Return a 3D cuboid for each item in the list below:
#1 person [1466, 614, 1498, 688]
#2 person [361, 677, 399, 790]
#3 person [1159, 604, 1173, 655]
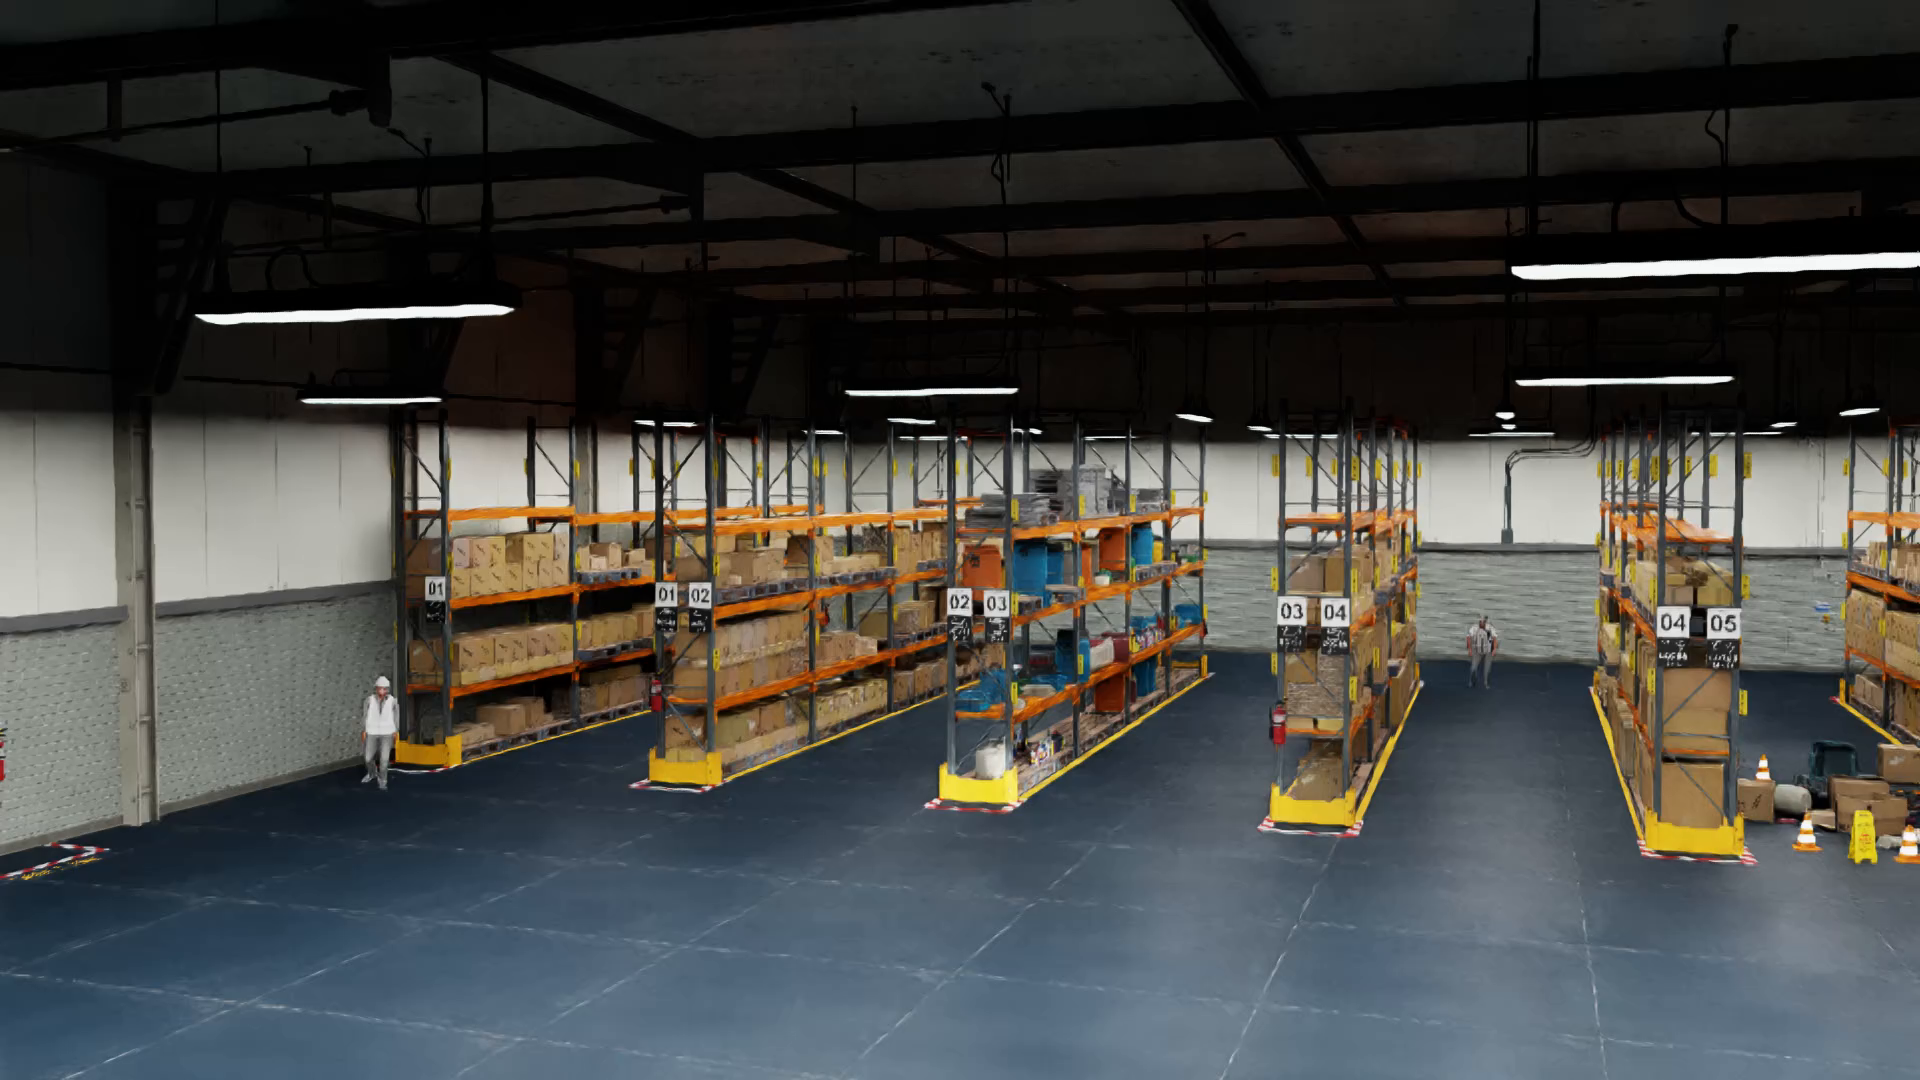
[{"bbox_3d":[11.896,2.531,37.909,0.682,1.704,0.542,1,3,17],"label":"person"},{"bbox_3d":[-9.072,3.006,26.005,0.581,1.768,0.559,-1,3,-18],"label":"person"},{"bbox_3d":[5.404,2.264,44.521,0.643,1.664,0.497,-1,3,-23],"label":"person"}]
